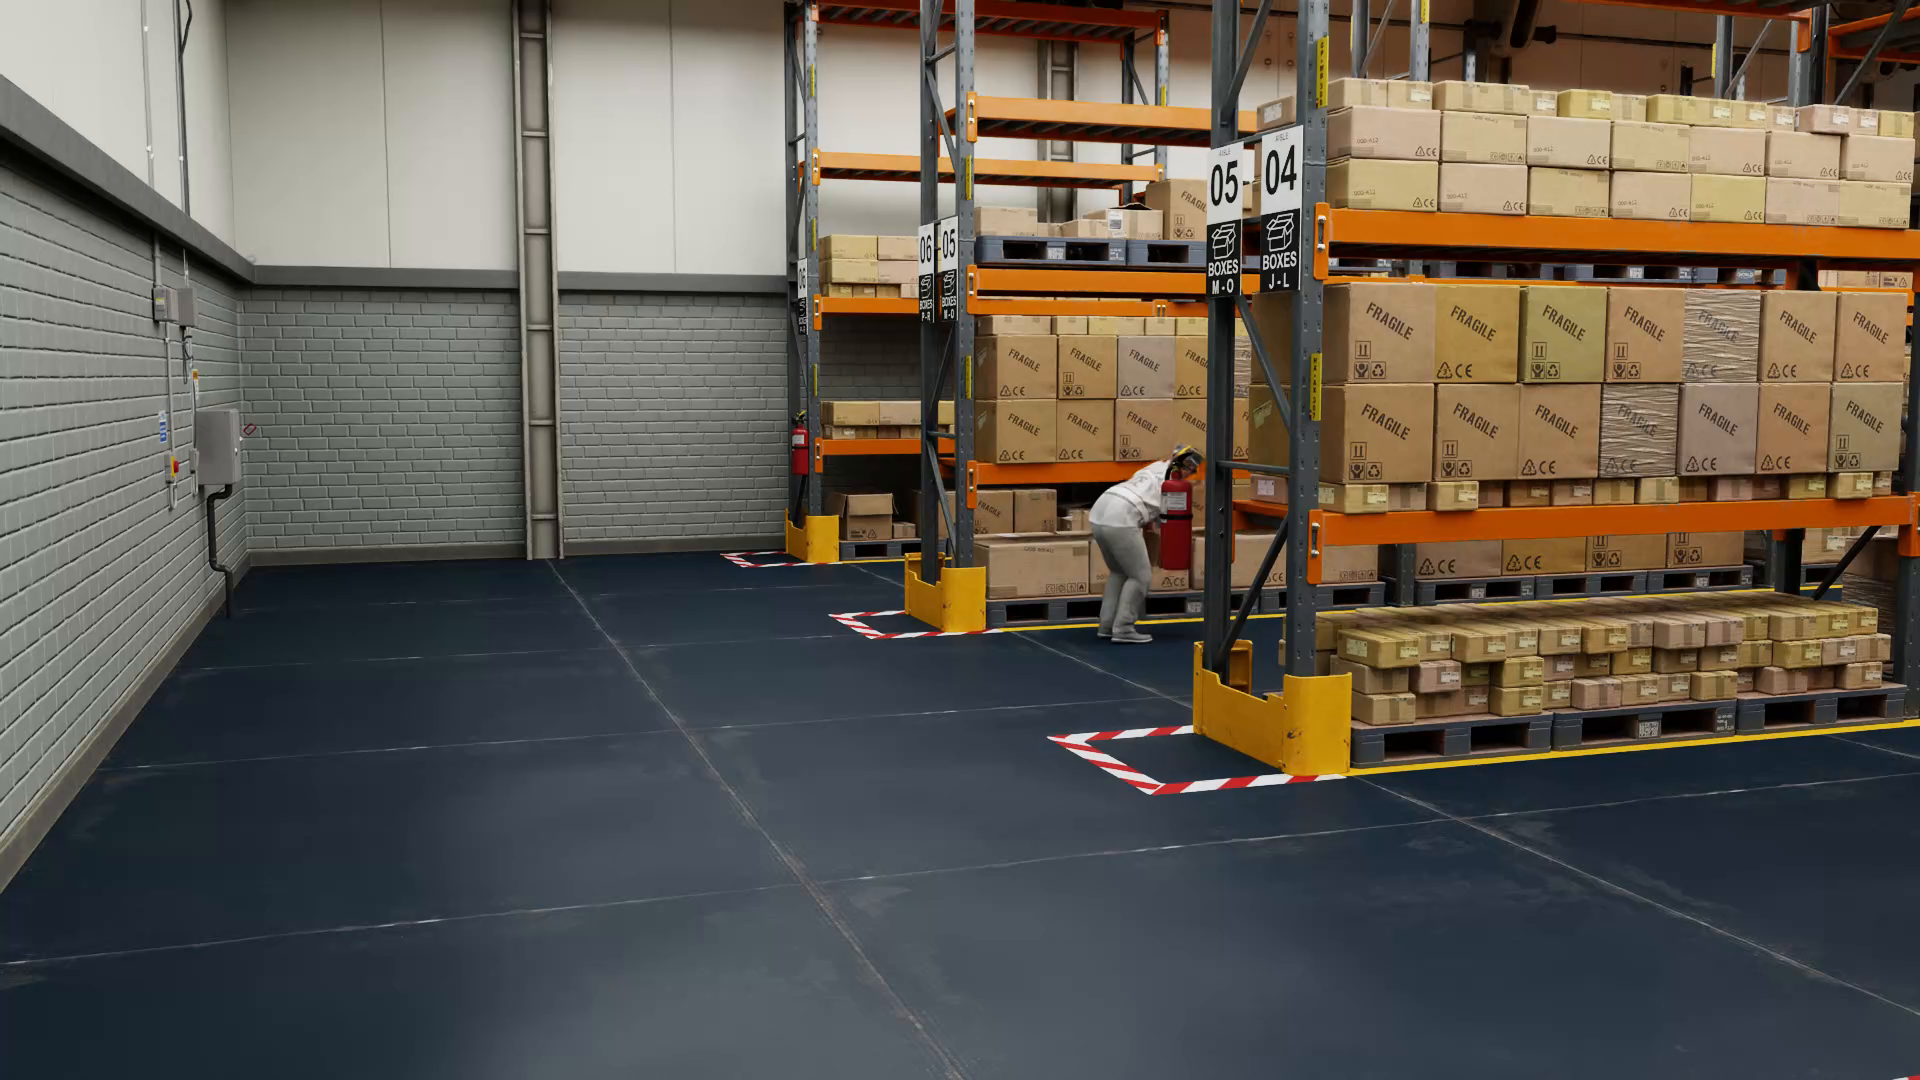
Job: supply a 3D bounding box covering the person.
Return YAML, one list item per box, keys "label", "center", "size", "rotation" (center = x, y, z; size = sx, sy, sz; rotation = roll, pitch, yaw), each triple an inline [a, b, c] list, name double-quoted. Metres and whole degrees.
- label: "person"
  center: [1.422, 0.018, 12.532]
  size: [0.919, 1.477, 0.476]
  rotation: [-2, 6, -20]
